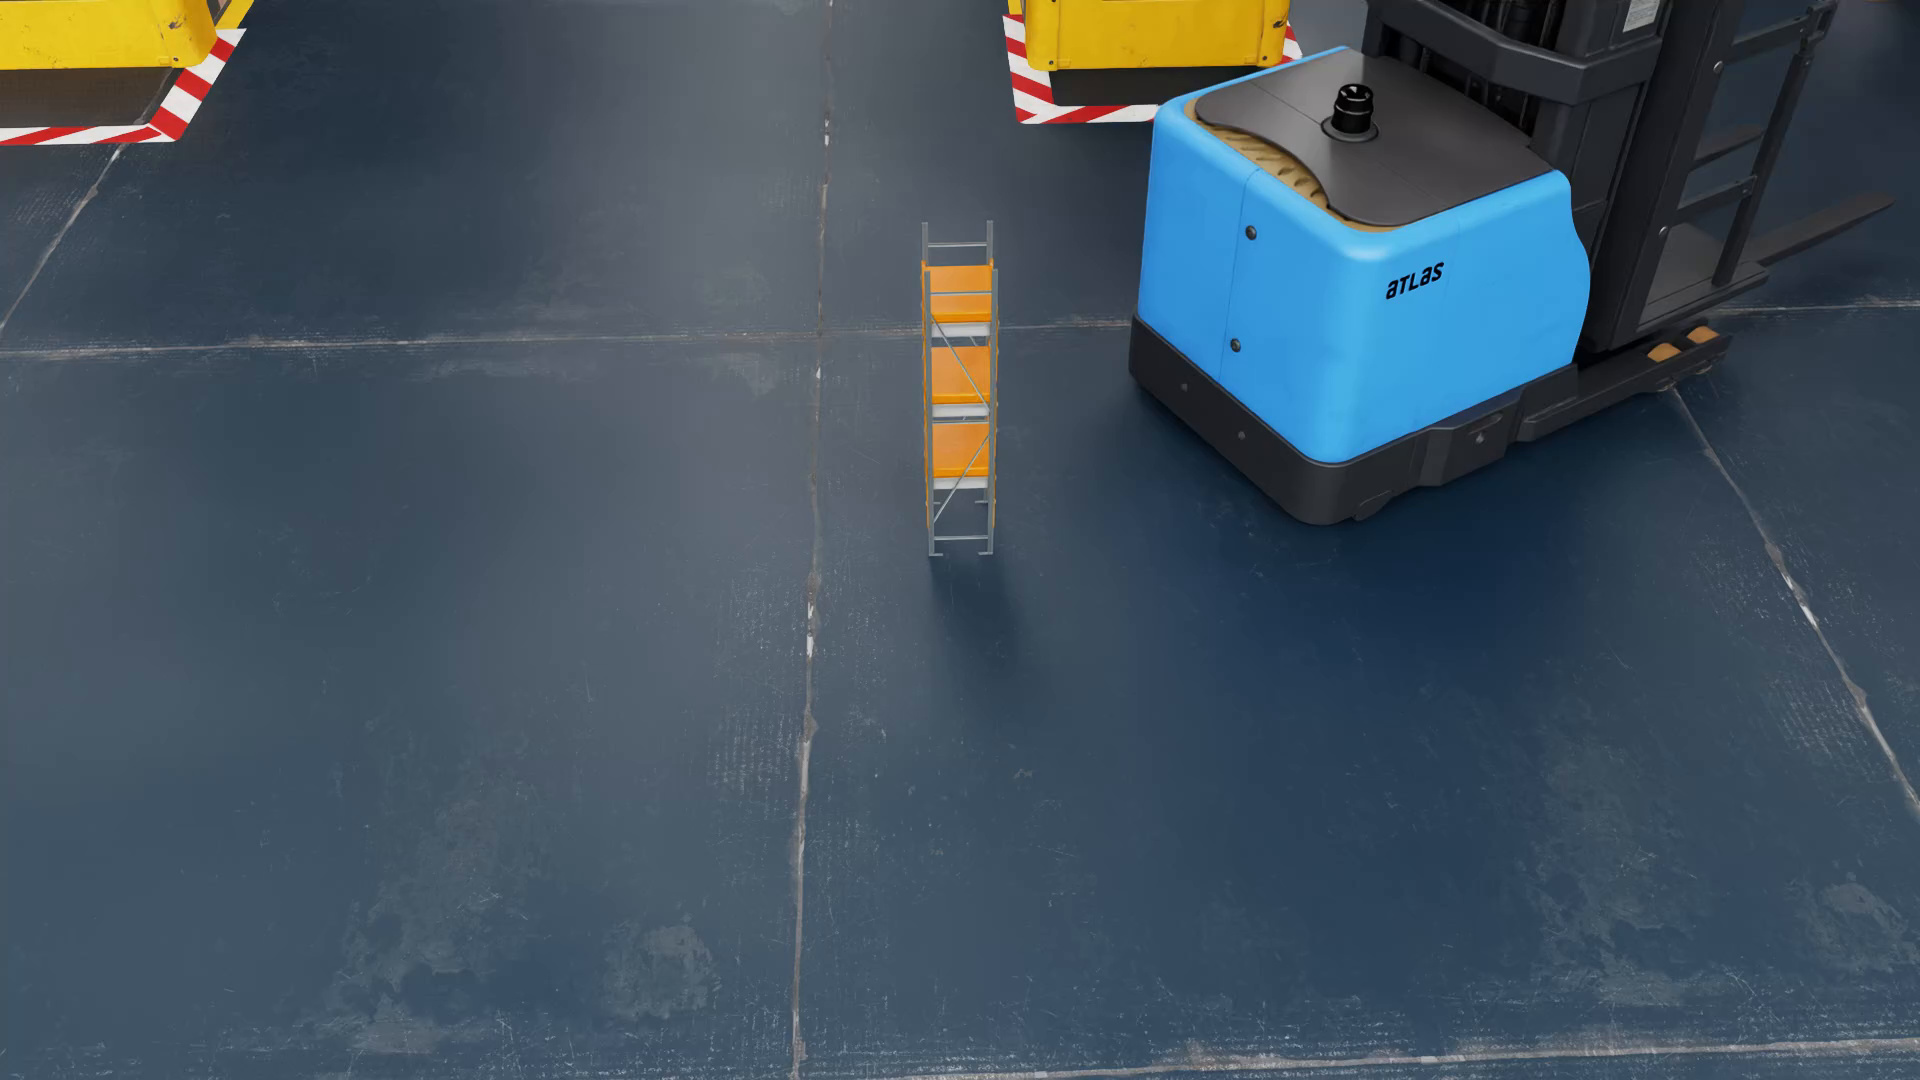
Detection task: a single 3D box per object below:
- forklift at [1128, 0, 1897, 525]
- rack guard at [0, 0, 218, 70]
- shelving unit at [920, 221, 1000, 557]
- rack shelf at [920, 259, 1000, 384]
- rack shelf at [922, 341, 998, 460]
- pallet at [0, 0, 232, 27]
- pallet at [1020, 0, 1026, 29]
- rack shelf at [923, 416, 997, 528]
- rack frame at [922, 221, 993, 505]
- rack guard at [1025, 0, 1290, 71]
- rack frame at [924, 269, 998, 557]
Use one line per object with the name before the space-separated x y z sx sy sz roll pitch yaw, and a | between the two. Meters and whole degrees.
forklift | 2.112 -1.882 5.134 3.031 2.935 1.130 -22 47 -23
rack guard | -4.070 -2.448 7.551 1.175 0.500 0.348 -2 43 -2
shelving unit | -0.002 -0.423 4.935 0.215 1.050 0.252 -2 43 -2
rack shelf | -0.002 -0.625 4.750 0.215 0.259 0.240 -2 43 -2
rack shelf | -0.002 -0.415 4.942 0.215 0.259 0.240 -2 43 -2
pallet | -4.069 -2.891 8.248 1.003 0.211 1.213 -2 43 -2
pallet | 0.781 -2.902 8.260 1.003 0.211 1.213 -2 43 -2
rack shelf | -0.002 -0.210 5.130 0.215 0.259 0.240 -2 43 -2
rack frame | -0.007 -0.506 5.025 0.200 1.050 0.008 -2 43 -2
rack guard | 0.894 -2.455 7.558 1.175 0.500 0.348 -2 43 -2
rack frame | 0.003 -0.341 4.845 0.200 1.050 0.008 -2 43 -2
